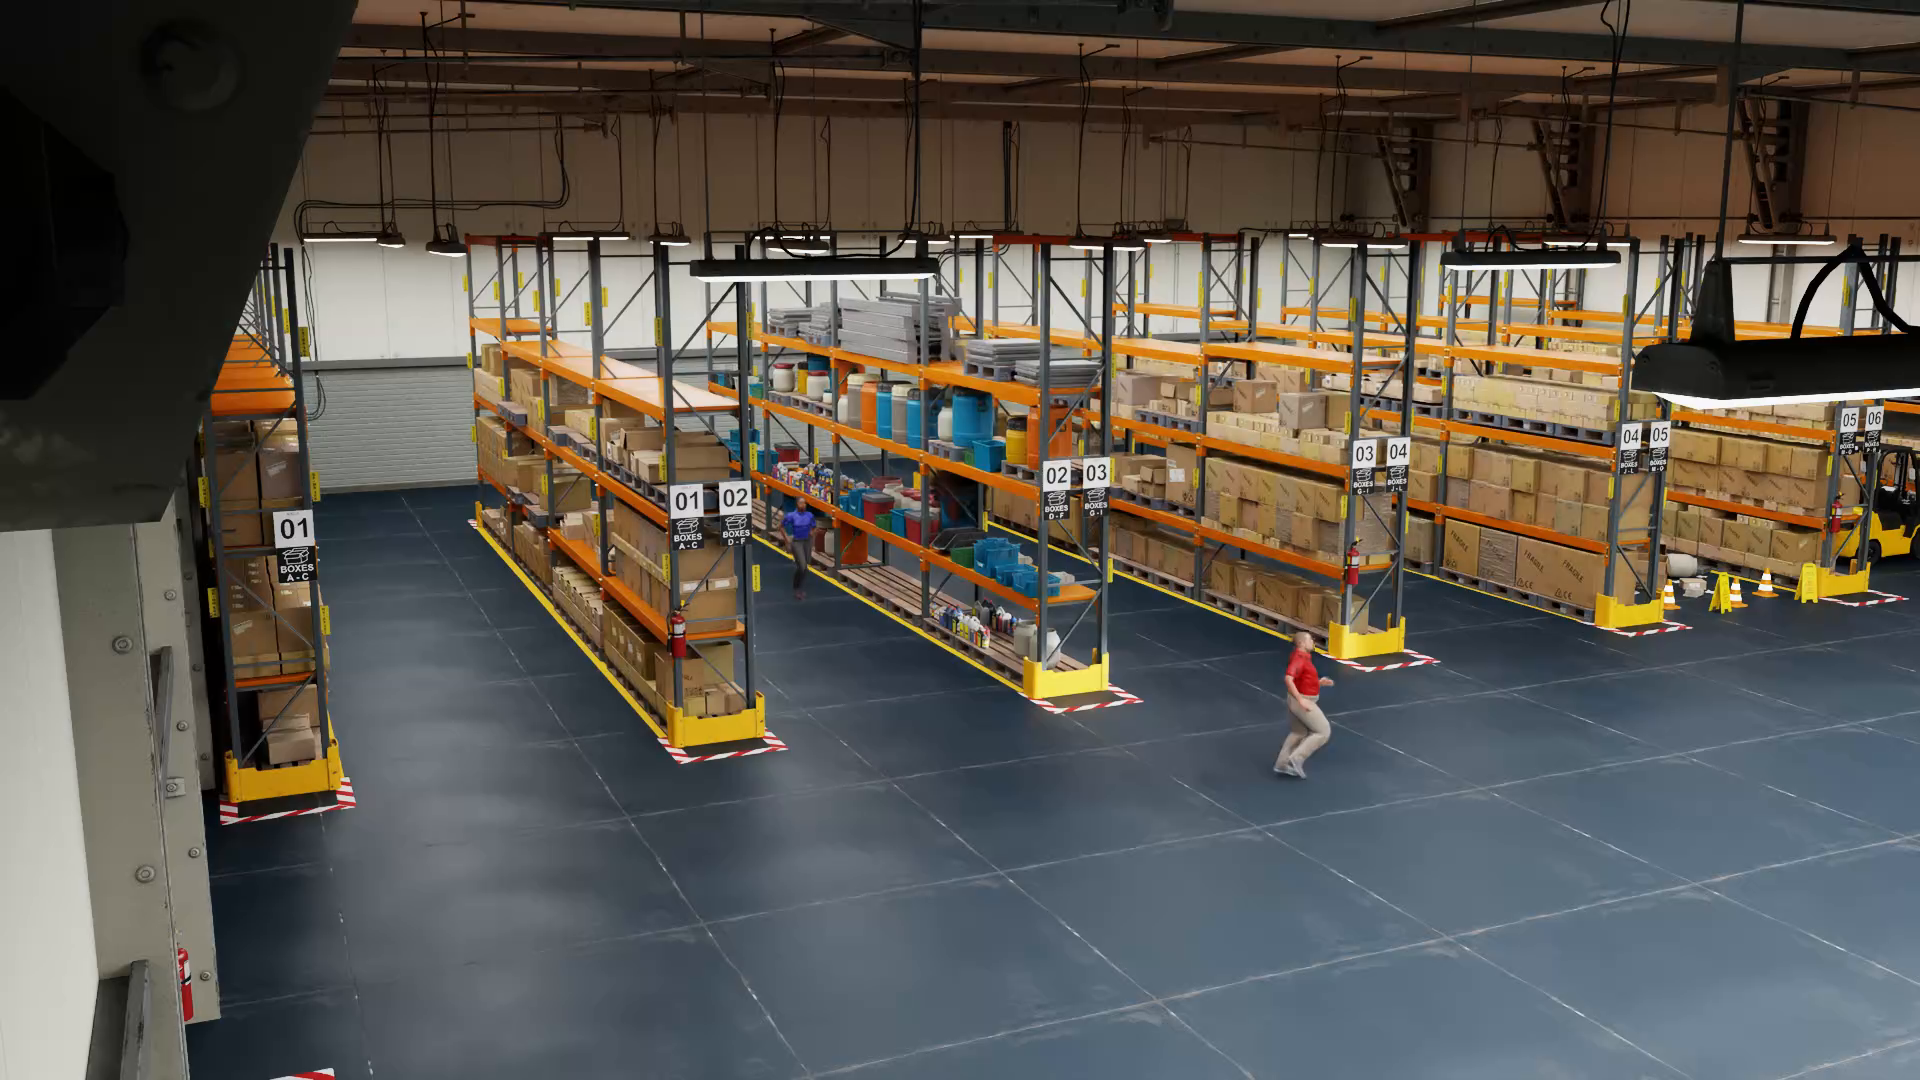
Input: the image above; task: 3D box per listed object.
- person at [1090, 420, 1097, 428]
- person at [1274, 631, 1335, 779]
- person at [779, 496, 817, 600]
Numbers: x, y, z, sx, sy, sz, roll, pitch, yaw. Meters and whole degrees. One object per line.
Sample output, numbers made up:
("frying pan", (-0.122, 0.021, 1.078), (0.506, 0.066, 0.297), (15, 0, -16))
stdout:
("person", (3.163, -2.481, 41.647), (0.806, 1.624, 0.687), (-1, 11, -5))
("person", (3.946, 1.876, 18.963), (0.659, 1.698, 0.647), (0, 11, -2))
("person", (-2.535, 0.144, 26.658), (0.550, 1.667, 0.640), (-7, 13, -32))
